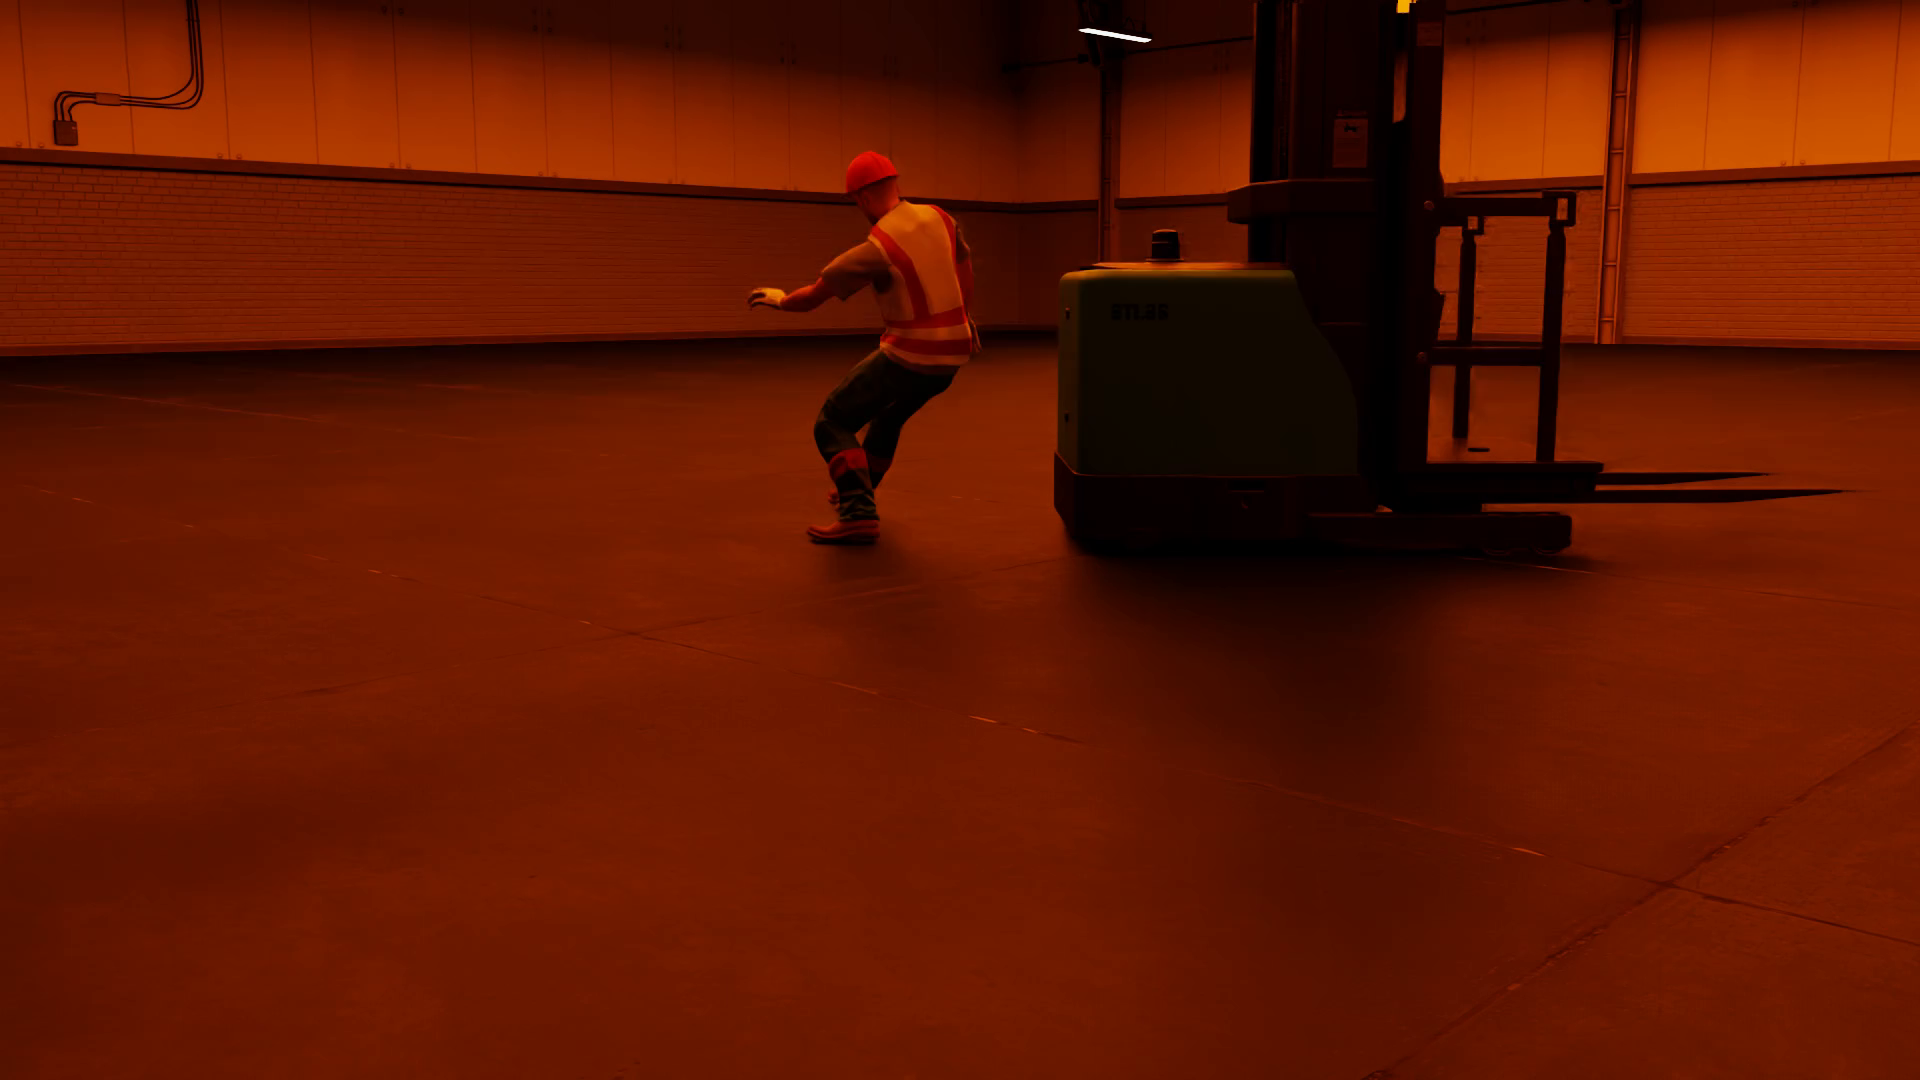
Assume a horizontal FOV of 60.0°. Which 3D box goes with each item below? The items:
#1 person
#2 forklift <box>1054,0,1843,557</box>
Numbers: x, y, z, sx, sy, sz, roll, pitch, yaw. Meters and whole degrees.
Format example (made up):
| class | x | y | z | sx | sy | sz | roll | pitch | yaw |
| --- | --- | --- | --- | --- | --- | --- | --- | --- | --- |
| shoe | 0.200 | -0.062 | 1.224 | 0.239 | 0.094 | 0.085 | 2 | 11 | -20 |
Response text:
| class | x | y | z | sx | sy | sz | roll | pitch | yaw |
| --- | --- | --- | --- | --- | --- | --- | --- | --- | --- |
| person | -0.432 | -0.819 | 6.995 | 1.000 | 1.555 | 0.967 | 7 | 11 | 40 |
| forklift | 1.933 | -1.465 | 6.602 | 3.031 | 2.935 | 1.130 | 0 | 9 | -2 |
